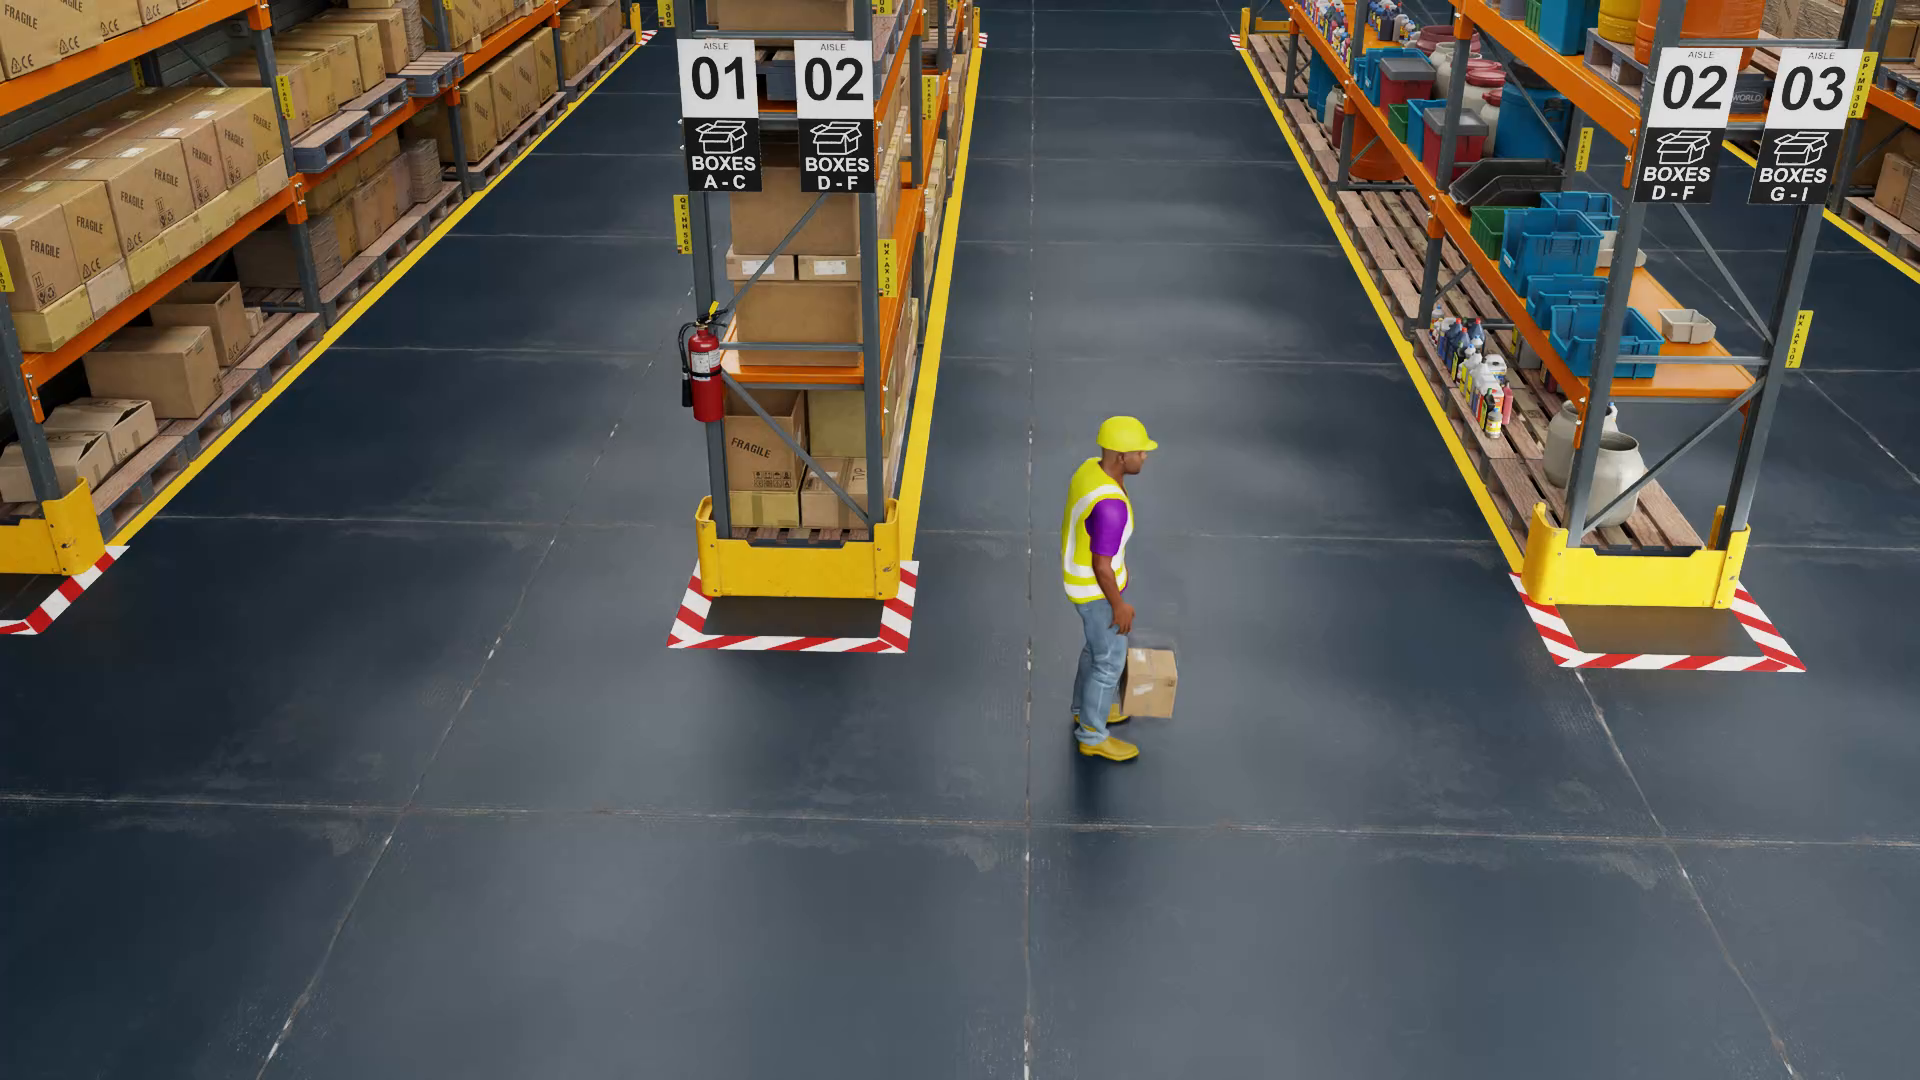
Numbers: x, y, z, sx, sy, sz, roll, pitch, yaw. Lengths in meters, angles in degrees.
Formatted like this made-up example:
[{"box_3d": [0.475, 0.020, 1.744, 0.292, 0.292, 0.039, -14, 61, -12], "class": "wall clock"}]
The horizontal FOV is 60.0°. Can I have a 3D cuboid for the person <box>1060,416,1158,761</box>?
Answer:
[{"box_3d": [0.713, 0.214, 8.197, 0.443, 1.759, 0.601, 0, 28, 0], "class": "person"}]
